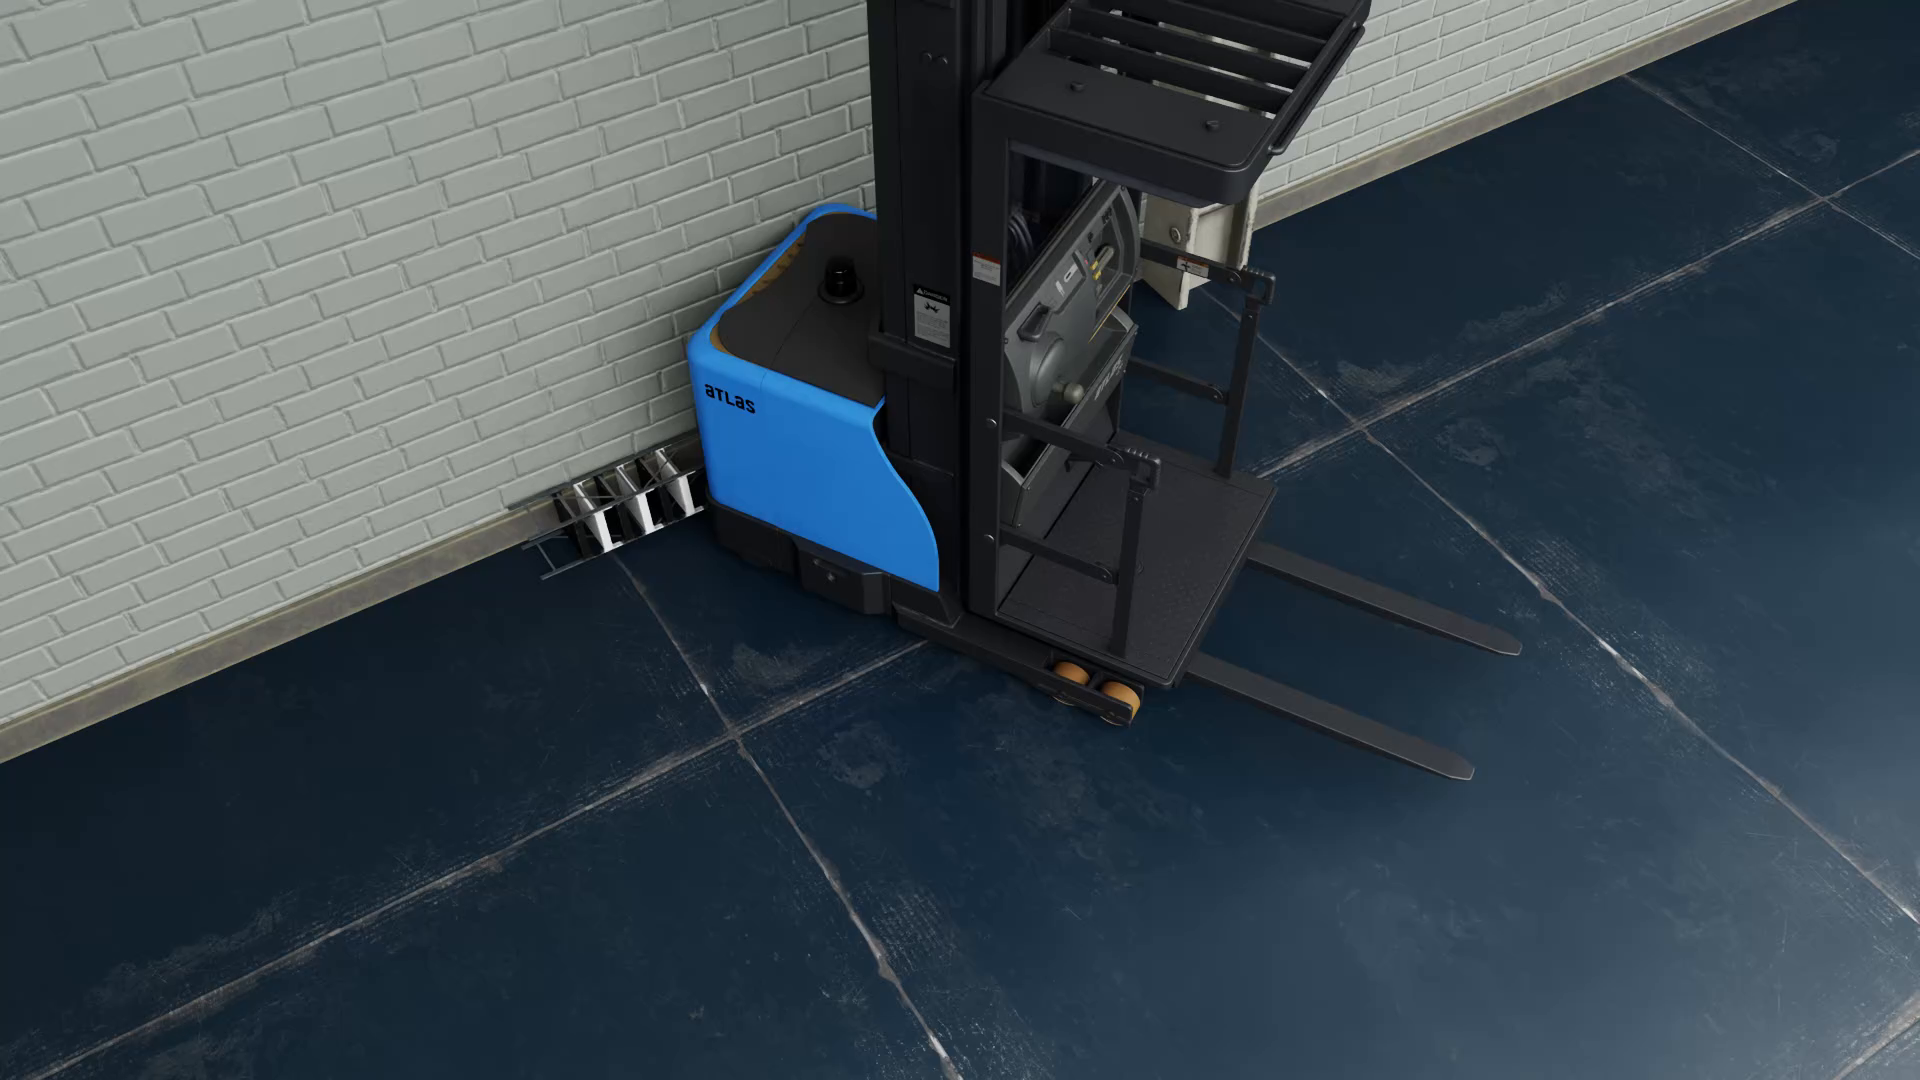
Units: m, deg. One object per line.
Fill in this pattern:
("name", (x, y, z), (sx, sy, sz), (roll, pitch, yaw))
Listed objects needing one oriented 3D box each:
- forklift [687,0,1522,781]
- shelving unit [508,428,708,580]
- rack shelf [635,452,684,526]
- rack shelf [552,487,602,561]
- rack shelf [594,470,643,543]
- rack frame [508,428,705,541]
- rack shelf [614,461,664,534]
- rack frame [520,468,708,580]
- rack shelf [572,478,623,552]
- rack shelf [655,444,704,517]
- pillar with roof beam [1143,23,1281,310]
("forklift", (0.557, -0.755, 5.405), (3.031, 2.935, 1.130), (22, 52, 18))
("shelving unit", (-1.325, -0.164, 6.675), (0.900, 0.210, 0.258), (-25, 45, -21))
("rack shelf", (-1.220, -0.213, 6.719), (0.077, 0.200, 0.258), (-25, 45, -21))
("rack shelf", (-1.525, -0.070, 6.591), (0.077, 0.200, 0.258), (-25, 45, -21))
("rack shelf", (-1.373, -0.141, 6.655), (0.077, 0.200, 0.258), (-25, 45, -21))
("rack frame", (-1.332, -0.240, 6.608), (0.900, 0.006, 0.240), (-25, 45, -21))
("rack shelf", (-1.297, -0.177, 6.687), (0.077, 0.200, 0.258), (-25, 45, -21))
("rack frame", (-1.317, -0.088, 6.742), (0.900, 0.006, 0.240), (-25, 45, -21))
("rack shelf", (-1.449, -0.105, 6.623), (0.077, 0.200, 0.258), (-25, 45, -21))
("rack shelf", (-1.144, -0.249, 6.751), (0.077, 0.200, 0.258), (-25, 45, -21))
("pillar with roof beam", (3.383, -1.504, 2.009), (0.400, 9.000, 9.100), (-25, 53, -21))
